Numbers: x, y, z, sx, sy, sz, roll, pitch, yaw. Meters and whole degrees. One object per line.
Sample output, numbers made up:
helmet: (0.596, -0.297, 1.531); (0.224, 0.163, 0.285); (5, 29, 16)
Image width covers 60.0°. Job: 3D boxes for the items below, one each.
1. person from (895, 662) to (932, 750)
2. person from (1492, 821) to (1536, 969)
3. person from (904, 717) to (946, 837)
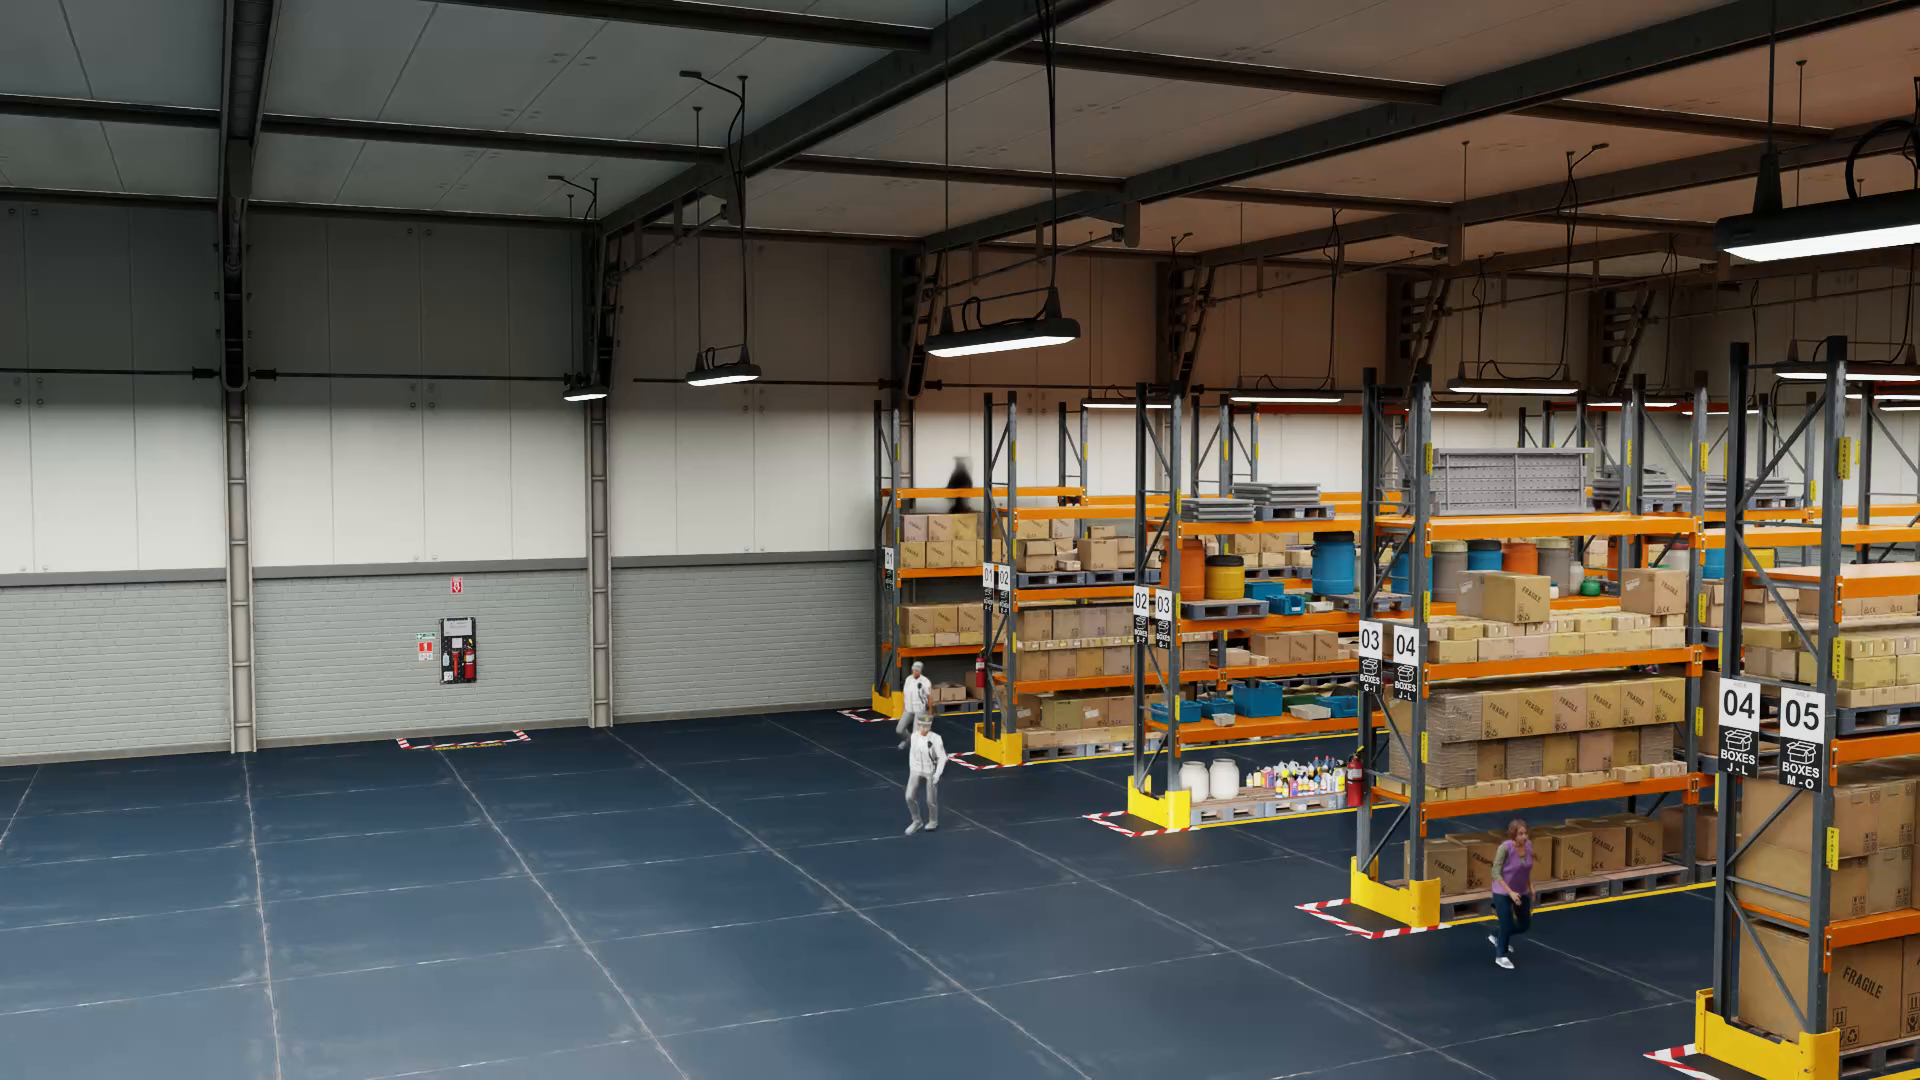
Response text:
person: (-0.783, 2.773, 27.188); (0.758, 1.595, 0.535); (2, 4, 26)
person: (5.406, 3.462, 16.268); (0.527, 1.513, 0.723); (-1, 3, -13)
person: (-0.435, 3.096, 21.963); (0.604, 1.599, 0.811); (1, 3, 17)
